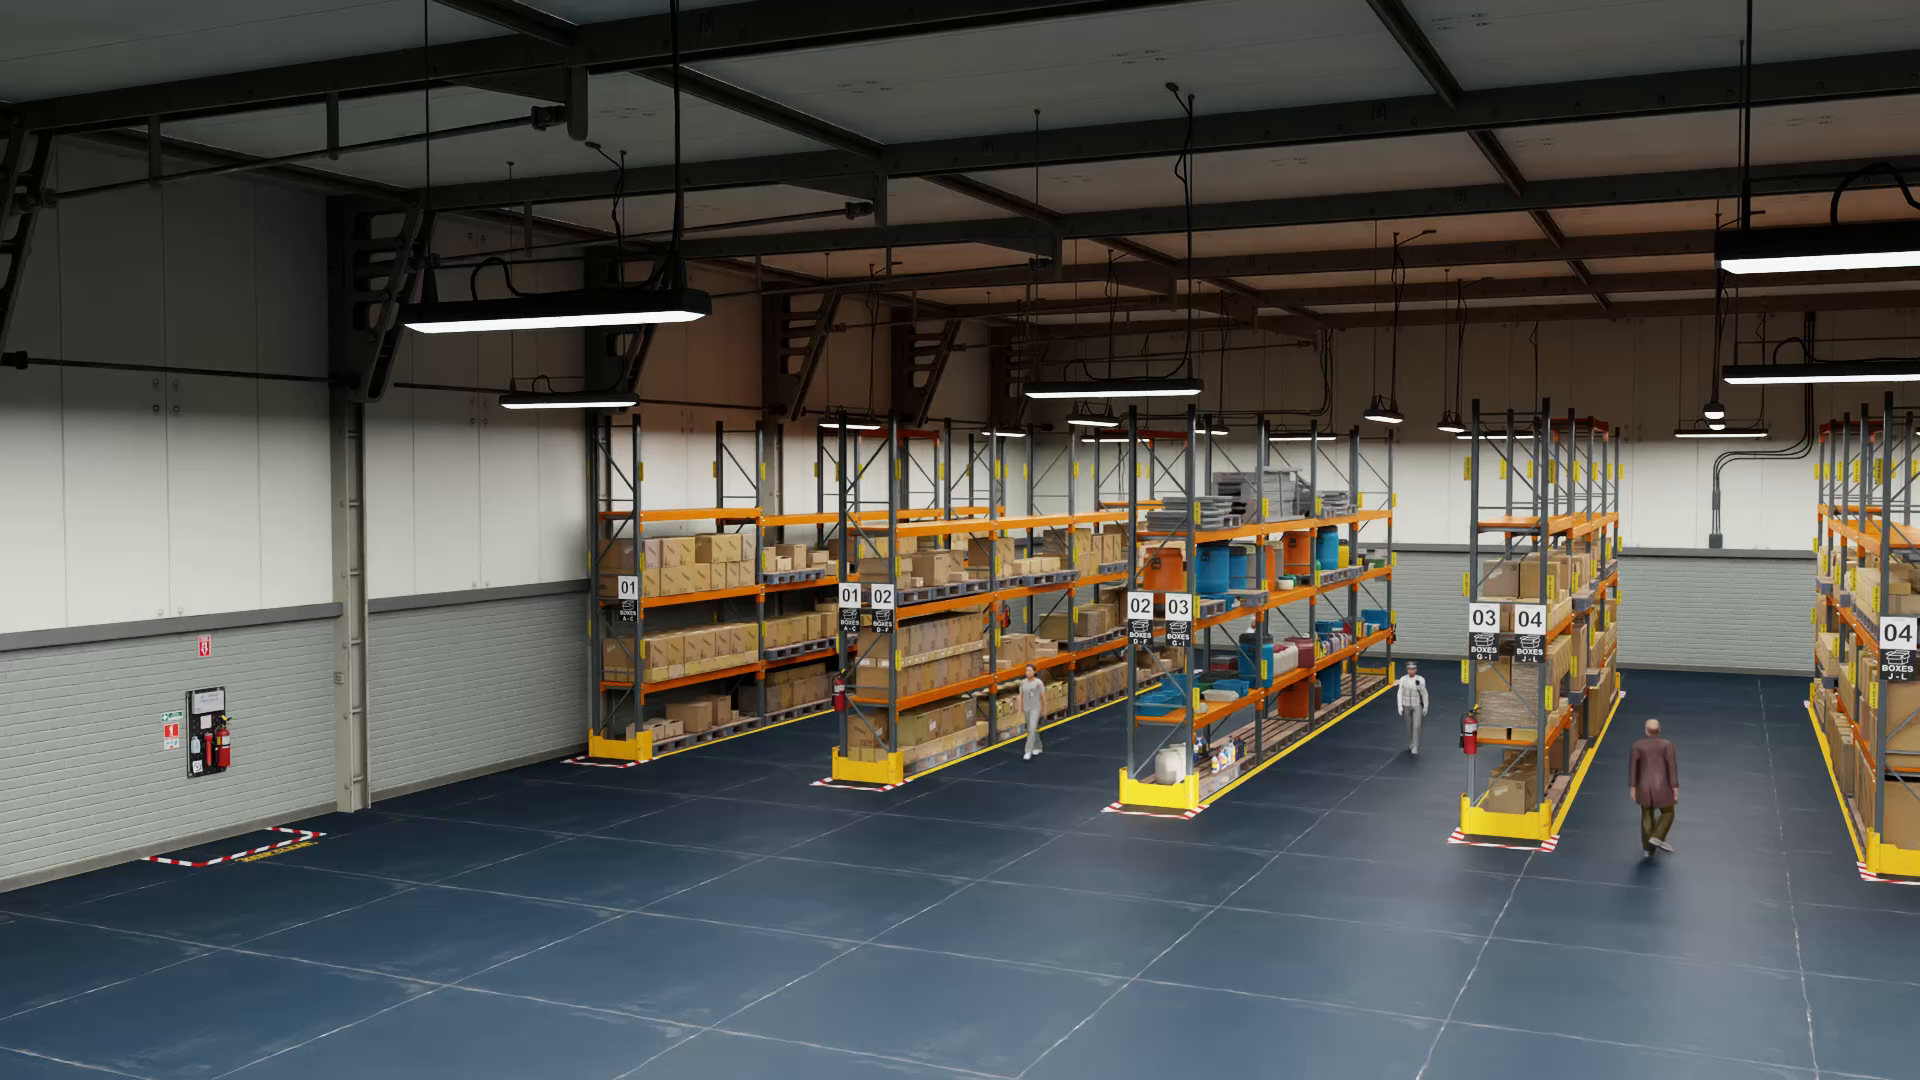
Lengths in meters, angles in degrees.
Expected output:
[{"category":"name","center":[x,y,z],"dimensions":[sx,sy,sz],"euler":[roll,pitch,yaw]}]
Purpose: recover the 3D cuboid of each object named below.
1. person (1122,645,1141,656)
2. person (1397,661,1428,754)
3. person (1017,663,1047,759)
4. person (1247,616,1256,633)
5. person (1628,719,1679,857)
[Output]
[{"category":"person","center":[4.524,2.382,43.238],"dimensions":[0.587,1.661,0.528],"euler":[2,3,42]},{"category":"person","center":[7.986,2.953,29.414],"dimensions":[0.505,1.625,0.991],"euler":[1,3,30]},{"category":"person","center":[1.213,2.968,28.976],"dimensions":[0.481,1.626,0.947],"euler":[2,3,34]},{"category":"person","center":[6.871,2.588,38.843],"dimensions":[0.486,1.603,1.001],"euler":[2,3,39]},{"category":"person","center":[9.003,3.220,21.592],"dimensions":[0.617,1.770,0.564],"euler":[2,3,38]}]
